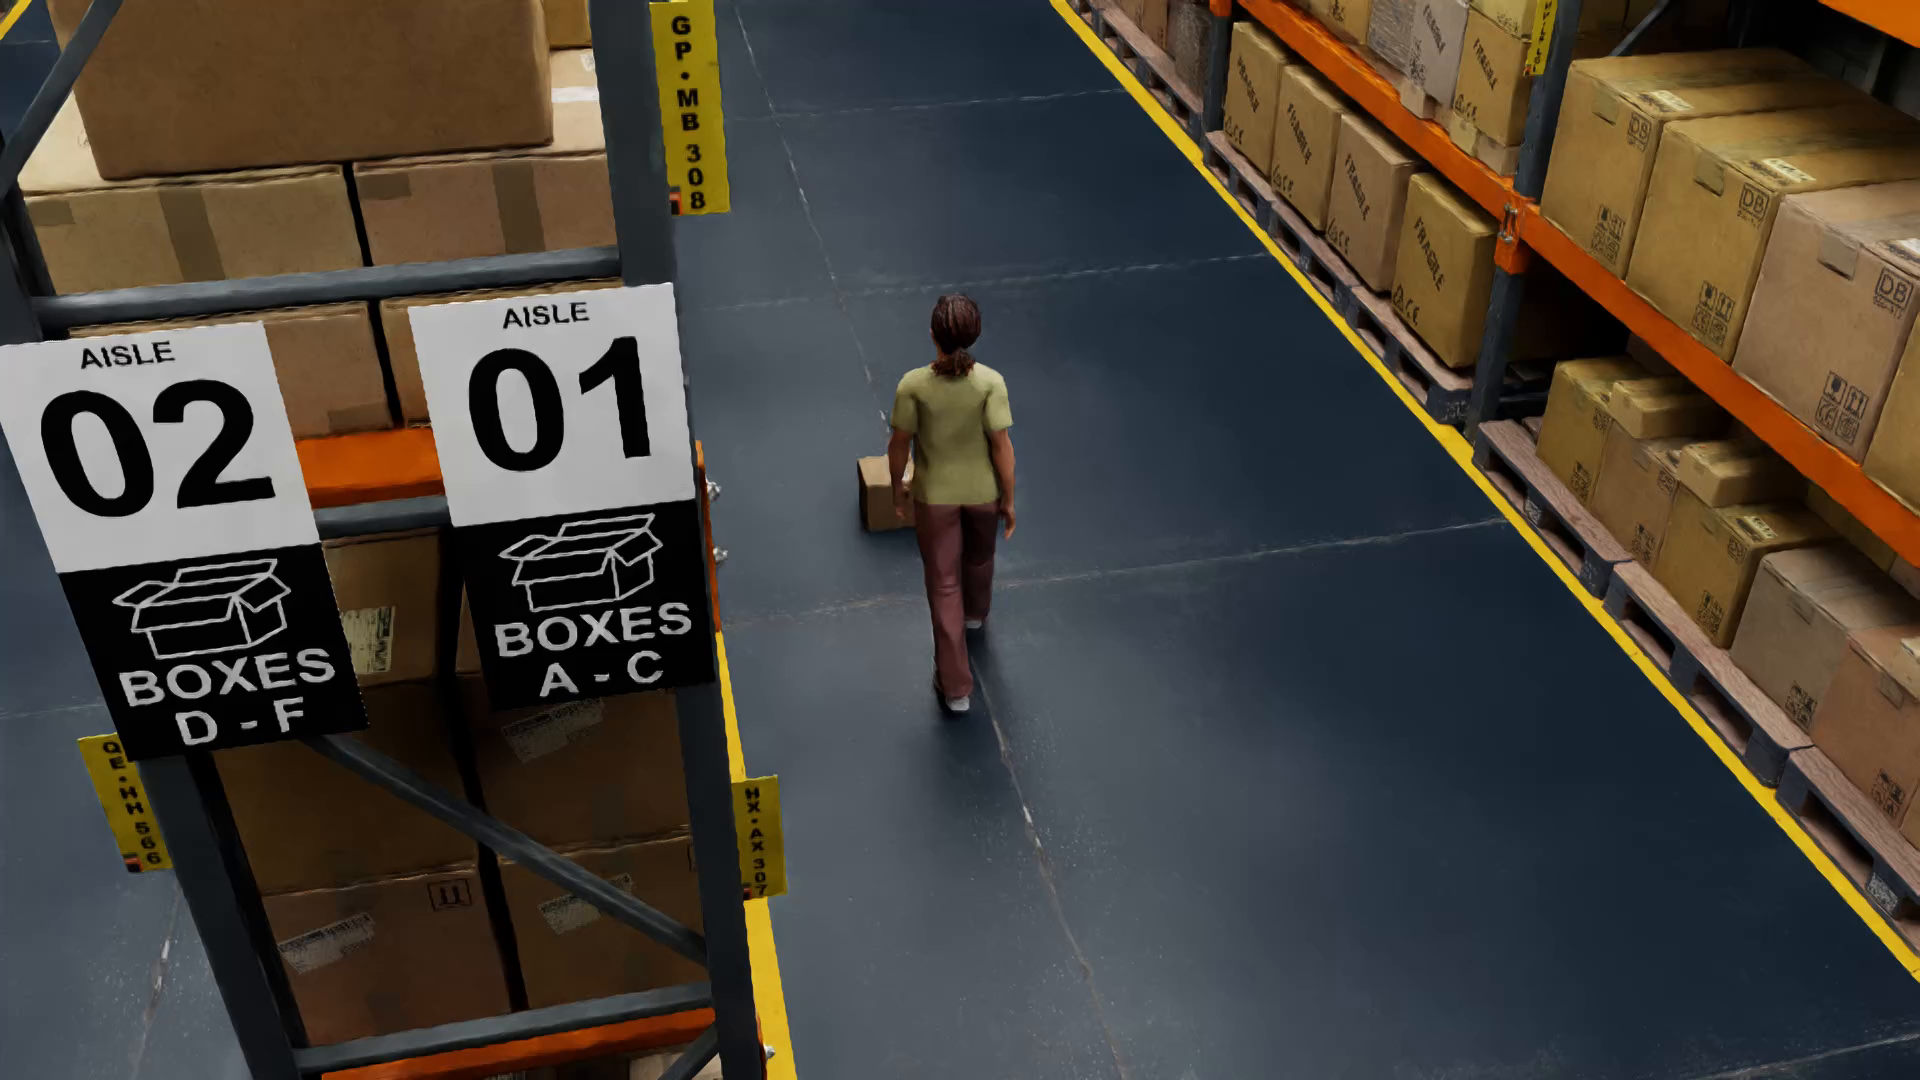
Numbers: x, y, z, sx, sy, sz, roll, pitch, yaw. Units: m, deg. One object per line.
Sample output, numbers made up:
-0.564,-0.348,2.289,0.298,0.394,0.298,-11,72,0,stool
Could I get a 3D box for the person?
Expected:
-0.049,-0.214,6.447,0.463,1.636,0.812,-5,35,-7,person
